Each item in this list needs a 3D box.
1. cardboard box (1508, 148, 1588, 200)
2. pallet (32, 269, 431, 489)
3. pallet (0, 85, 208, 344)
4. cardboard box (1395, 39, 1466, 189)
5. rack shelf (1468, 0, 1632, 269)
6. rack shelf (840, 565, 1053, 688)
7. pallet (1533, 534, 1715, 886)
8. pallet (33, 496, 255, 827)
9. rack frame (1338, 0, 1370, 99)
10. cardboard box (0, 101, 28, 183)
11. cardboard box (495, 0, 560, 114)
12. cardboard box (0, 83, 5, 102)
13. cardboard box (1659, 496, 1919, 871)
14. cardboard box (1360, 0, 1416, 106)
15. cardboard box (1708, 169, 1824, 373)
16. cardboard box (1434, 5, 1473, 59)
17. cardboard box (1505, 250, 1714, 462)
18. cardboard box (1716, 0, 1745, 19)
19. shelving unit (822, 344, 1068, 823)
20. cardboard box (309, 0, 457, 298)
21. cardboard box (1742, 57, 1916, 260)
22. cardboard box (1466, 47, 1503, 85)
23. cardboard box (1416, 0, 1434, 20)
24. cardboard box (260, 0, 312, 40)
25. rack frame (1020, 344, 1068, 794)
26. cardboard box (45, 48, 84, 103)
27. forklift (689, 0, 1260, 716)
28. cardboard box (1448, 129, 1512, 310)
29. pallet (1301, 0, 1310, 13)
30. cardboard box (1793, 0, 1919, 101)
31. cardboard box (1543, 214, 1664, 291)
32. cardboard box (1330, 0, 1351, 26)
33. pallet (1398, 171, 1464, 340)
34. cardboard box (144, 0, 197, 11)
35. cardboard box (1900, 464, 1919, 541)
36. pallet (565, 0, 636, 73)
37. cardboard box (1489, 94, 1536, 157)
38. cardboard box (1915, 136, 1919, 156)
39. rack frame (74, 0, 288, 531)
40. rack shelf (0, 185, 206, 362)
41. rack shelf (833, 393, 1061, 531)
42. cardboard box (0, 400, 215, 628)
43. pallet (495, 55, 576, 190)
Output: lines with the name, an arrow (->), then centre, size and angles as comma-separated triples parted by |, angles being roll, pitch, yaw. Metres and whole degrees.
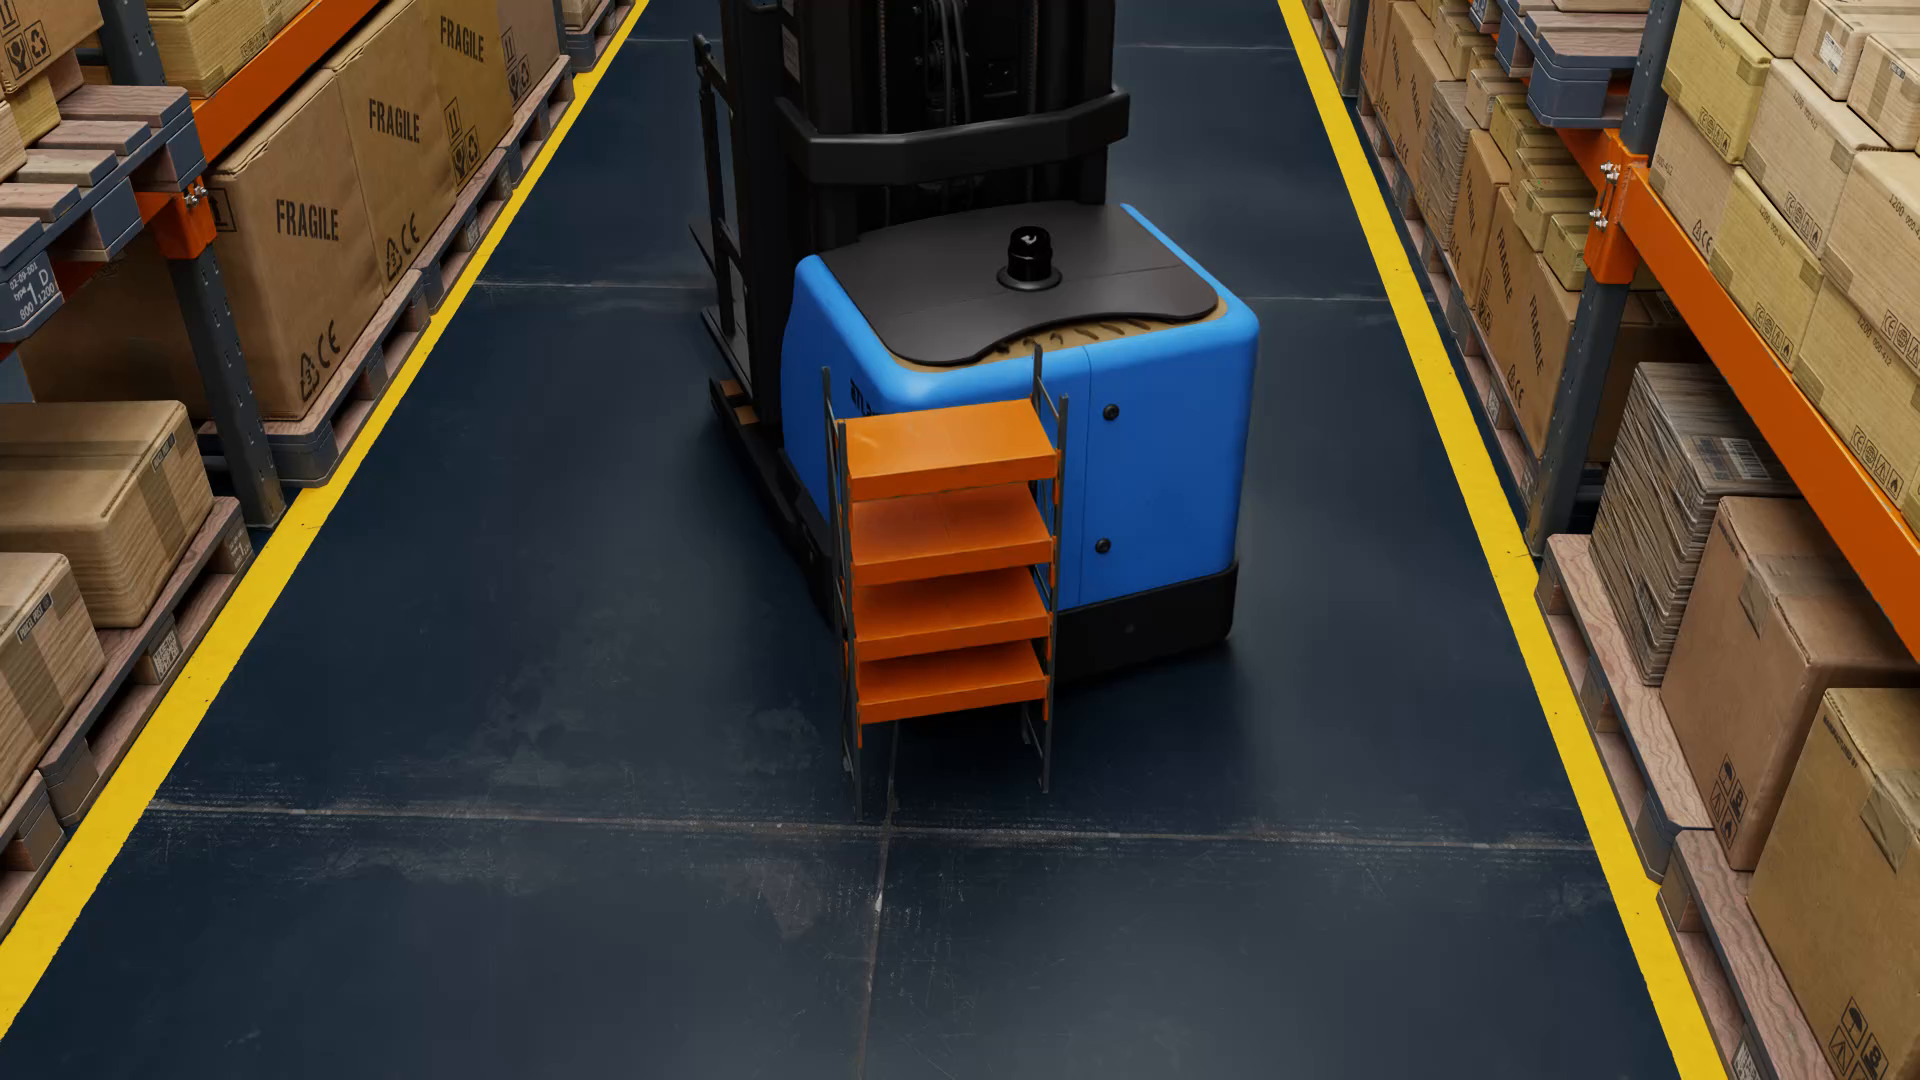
cardboard box -> 2.080, -1.202, 5.596 | 0.380, 0.149, 0.250 | 0, 35, 0
pallet -> -2.574, -0.613, 5.938 | 1.003, 0.211, 1.213 | 1, 35, 2
pallet -> -2.604, -0.812, 3.964 | 1.213, 0.211, 1.003 | 1, 35, 2
cardboard box -> 2.159, -1.772, 6.971 | 0.500, 0.500, 0.500 | 0, 35, 0
rack shelf -> 2.359, -2.045, 6.176 | 1.077, 0.370, 4.000 | 1, 35, 2
rack shelf -> -0.039, 0.190, 4.047 | 0.480, 0.148, 0.258 | -7, 37, -10
pallet -> 2.206, 0.423, 4.465 | 1.003, 0.211, 1.213 | 1, 35, 2
pallet -> -2.714, 0.287, 4.658 | 1.003, 0.211, 1.213 | 1, 35, 2
rack frame -> 2.439, -3.488, 7.605 | 1.000, 3.000, 0.127 | 1, 35, 2
cardboard box -> -2.363, -0.876, 3.741 | 0.380, 0.149, 0.250 | 1, 35, 1
cardboard box -> -2.466, -2.545, 7.745 | 0.875, 0.875, 0.875 | 2, 35, 3
cardboard box -> -2.432, -1.072, 3.456 | 0.500, 0.500, 0.500 | 1, 35, 1
cardboard box -> 2.221, 0.343, 3.853 | 0.875, 0.625, 0.625 | 2, 35, 3
cardboard box -> 2.195, -2.365, 7.815 | 0.500, 0.500, 0.500 | 3, 35, 4
cardboard box -> 1.991, -0.591, 3.612 | 0.500, 0.250, 0.500 | 1, 35, 1
cardboard box -> 2.181, -2.094, 6.865 | 0.380, 0.149, 0.250 | 1, 35, 2
cardboard box -> 2.081, -0.587, 5.285 | 0.500, 0.500, 0.500 | 2, 35, 3
cardboard box -> 1.971, -1.320, 3.868 | 0.380, 0.149, 0.250 | 2, 35, 3
shelving unit -> -0.039, 0.136, 4.008 | 0.503, 1.200, 0.258 | -7, 37, -10
cardboard box -> -2.531, -1.512, 6.276 | 0.875, 0.875, 0.875 | 2, 35, 2
cardboard box -> 1.995, -0.796, 3.470 | 0.500, 0.250, 0.500 | 2, 35, 3
cardboard box -> 2.187, -1.795, 6.440 | 0.380, 0.149, 0.250 | 1, 35, 2
cardboard box -> 2.226, -2.394, 7.292 | 0.380, 0.149, 0.250 | 0, 35, -1
cardboard box -> -2.407, -1.812, 5.350 | 0.500, 0.250, 0.500 | 0, 35, 1
rack frame -> 0.199, 0.106, 4.051 | 0.015, 1.200, 0.240 | -7, 37, -10
cardboard box -> -2.459, -1.178, 4.170 | 0.380, 0.149, 0.250 | 3, 35, 4
forklift -> -0.226, -1.570, 4.935 | 1.130, 2.935, 3.031 | -13, 37, -17
cardboard box -> 2.130, -1.175, 6.122 | 0.500, 0.500, 0.500 | 3, 35, 4
pallet -> 2.514, -3.445, 9.968 | 1.003, 0.211, 1.213 | 1, 35, 2
cardboard box -> 1.977, -1.018, 3.439 | 0.380, 0.149, 0.250 | 2, 35, 3
cardboard box -> 2.045, -0.894, 5.158 | 0.380, 0.149, 0.250 | 0, 35, 0
cardboard box -> 2.168, -2.820, 8.769 | 0.380, 0.149, 0.250 | 0, 35, 0
pallet -> 2.398, -1.176, 6.740 | 1.003, 0.211, 1.213 | 1, 35, 2
cardboard box -> -2.414, -1.731, 4.800 | 0.500, 0.250, 0.500 | 1, 35, 2
cardboard box -> 1.955, 0.004, 2.767 | 0.500, 0.250, 0.500 | 2, 35, 3
pallet -> -2.412, -2.895, 9.186 | 1.003, 0.211, 1.213 | 1, 35, 2
cardboard box -> 2.145, -1.496, 6.014 | 0.380, 0.149, 0.250 | 1, 35, 1
cardboard box -> 1.999, -0.723, 3.019 | 0.380, 0.149, 0.250 | 2, 35, 2
rack frame -> -2.681, -1.303, 4.495 | 1.000, 3.000, 0.127 | 1, 35, 2
rack shelf -> -2.762, 0.141, 3.067 | 1.077, 0.370, 4.000 | 1, 35, 2
rack shelf -> -0.037, -0.180, 3.774 | 0.480, 0.148, 0.258 | -7, 37, -10
cardboard box -> -2.714, -0.075, 4.668 | 0.950, 0.372, 0.625 | -1, 35, -1
pallet -> -2.476, -2.015, 7.933 | 1.003, 0.211, 1.213 | 1, 35, 2
